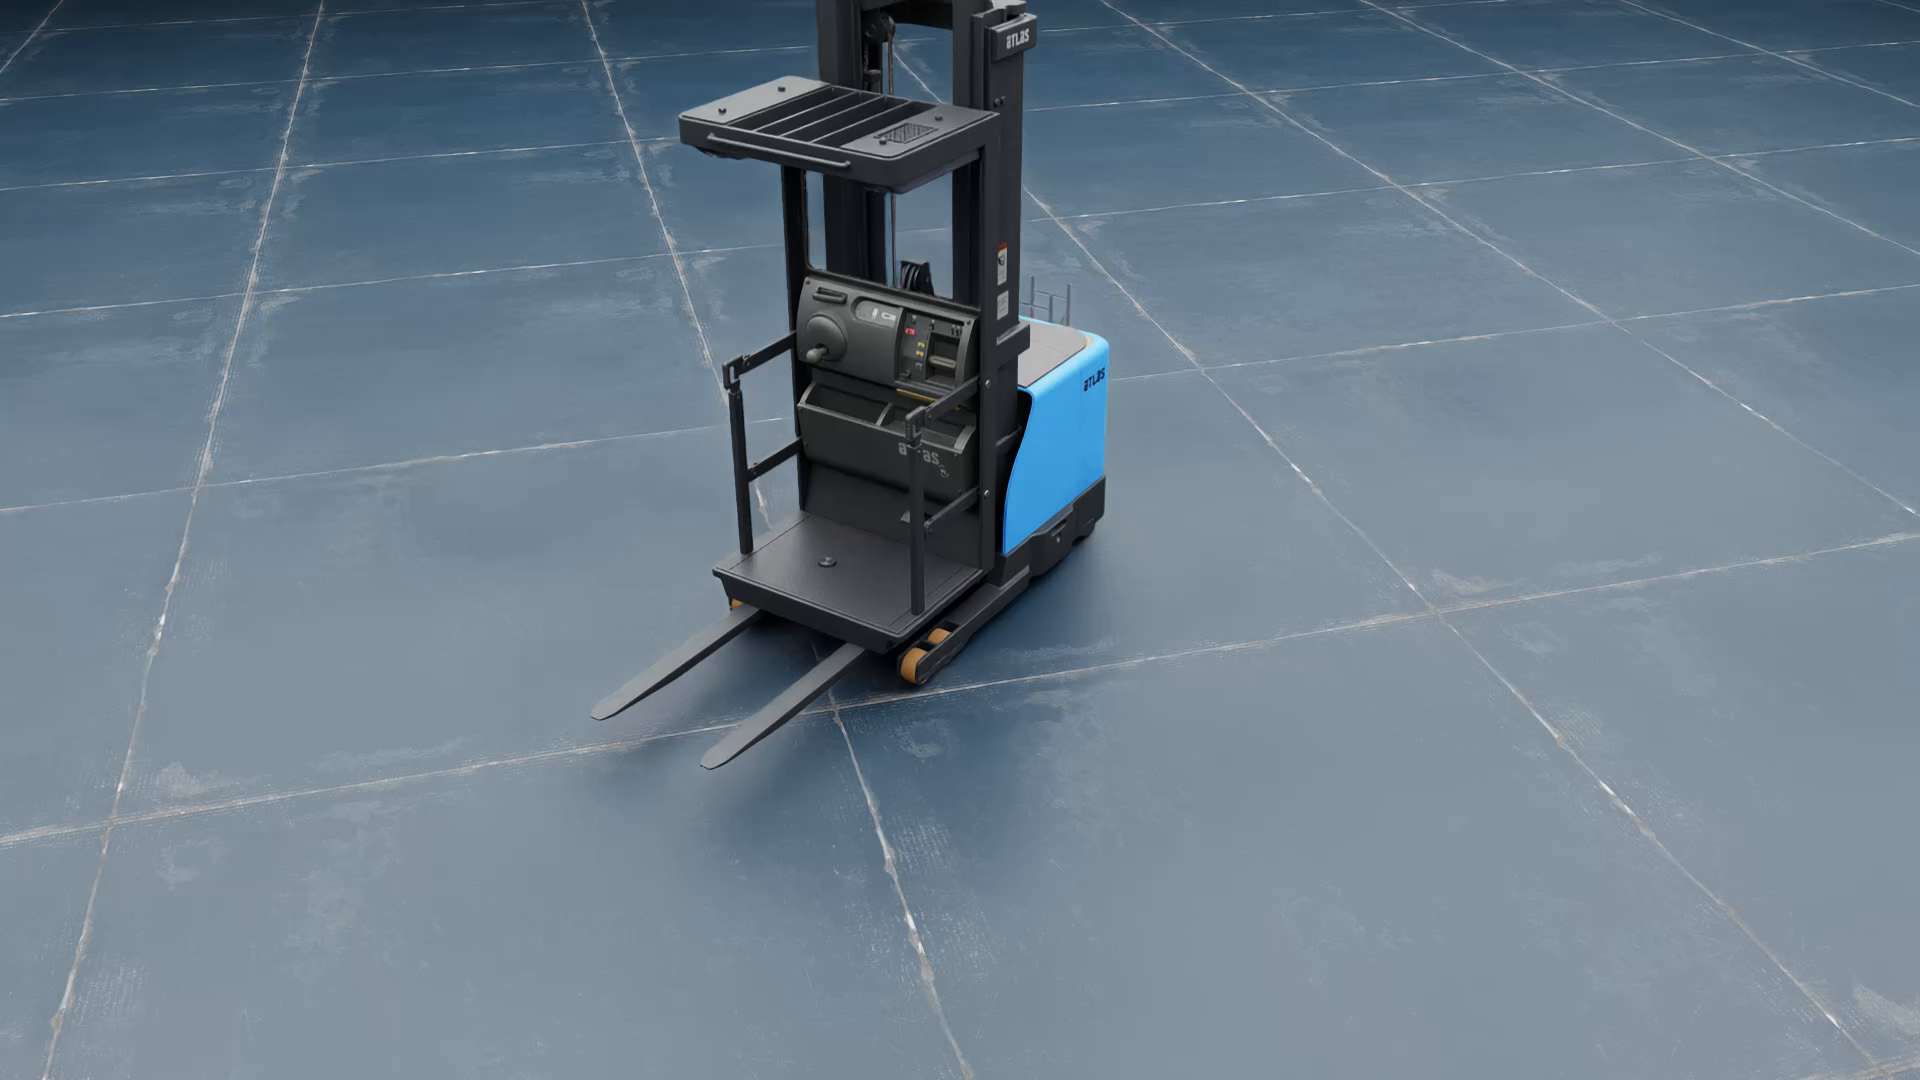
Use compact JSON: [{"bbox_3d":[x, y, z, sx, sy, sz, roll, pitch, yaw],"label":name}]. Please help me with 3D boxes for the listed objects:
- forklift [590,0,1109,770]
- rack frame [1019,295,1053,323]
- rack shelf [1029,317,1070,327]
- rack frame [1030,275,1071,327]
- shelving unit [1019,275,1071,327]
[{"bbox_3d":[-0.458,-0.877,7.339,1.130,2.935,3.031,18,35,28],"label":"forklift"},{"bbox_3d":[0.376,-0.766,8.876,0.240,1.200,0.006,18,35,28],"label":"rack frame"},{"bbox_3d":[0.426,-1.077,8.784,0.258,0.103,0.180,18,35,28],"label":"rack shelf"},{"bbox_3d":[0.476,-0.843,9.008,0.240,1.200,0.006,18,35,28],"label":"rack frame"},{"bbox_3d":[0.426,-0.804,8.942,0.258,1.200,0.189,18,35,28],"label":"shelving unit"}]
